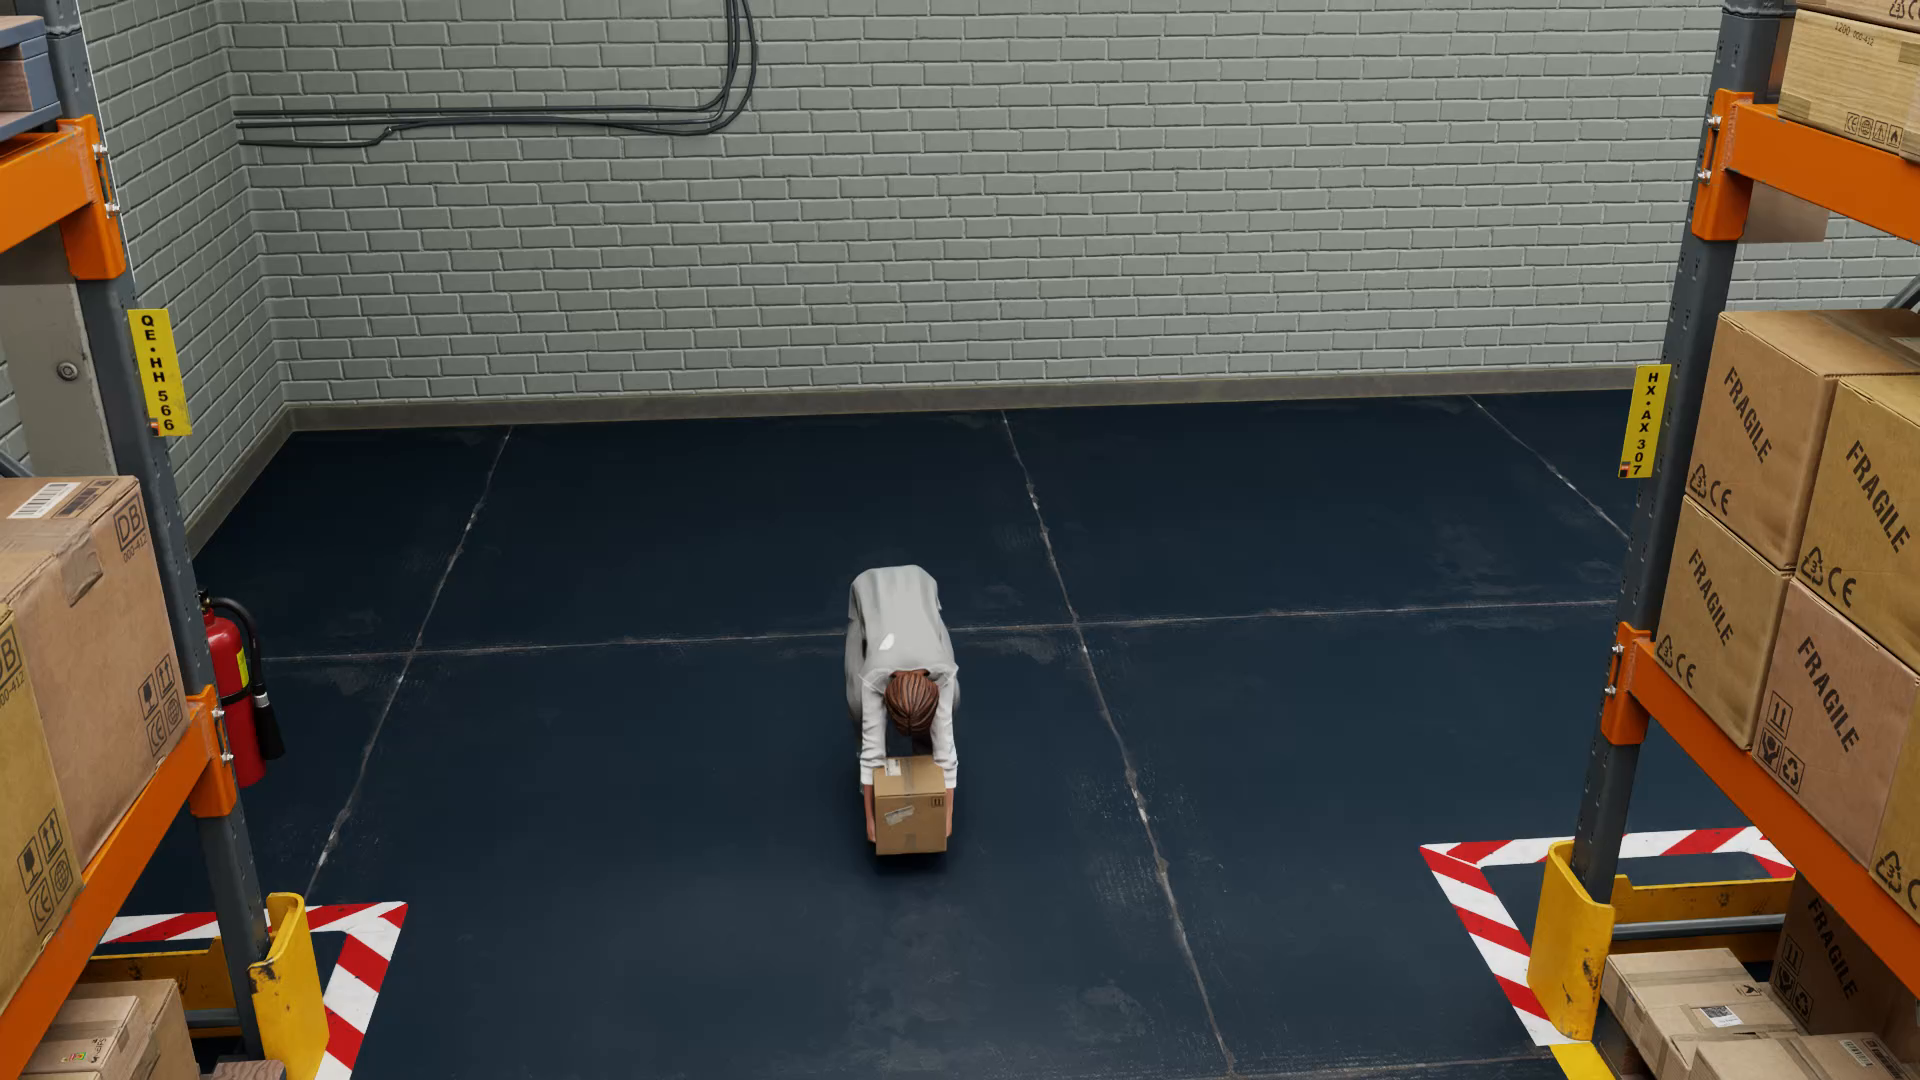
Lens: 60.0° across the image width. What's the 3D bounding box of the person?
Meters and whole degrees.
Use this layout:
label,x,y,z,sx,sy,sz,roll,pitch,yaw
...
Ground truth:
label,x,y,z,sx,sy,sz,roll,pitch,yaw
person,-0.203,0.601,6.125,0.420,0.898,0.855,-3,24,-8
